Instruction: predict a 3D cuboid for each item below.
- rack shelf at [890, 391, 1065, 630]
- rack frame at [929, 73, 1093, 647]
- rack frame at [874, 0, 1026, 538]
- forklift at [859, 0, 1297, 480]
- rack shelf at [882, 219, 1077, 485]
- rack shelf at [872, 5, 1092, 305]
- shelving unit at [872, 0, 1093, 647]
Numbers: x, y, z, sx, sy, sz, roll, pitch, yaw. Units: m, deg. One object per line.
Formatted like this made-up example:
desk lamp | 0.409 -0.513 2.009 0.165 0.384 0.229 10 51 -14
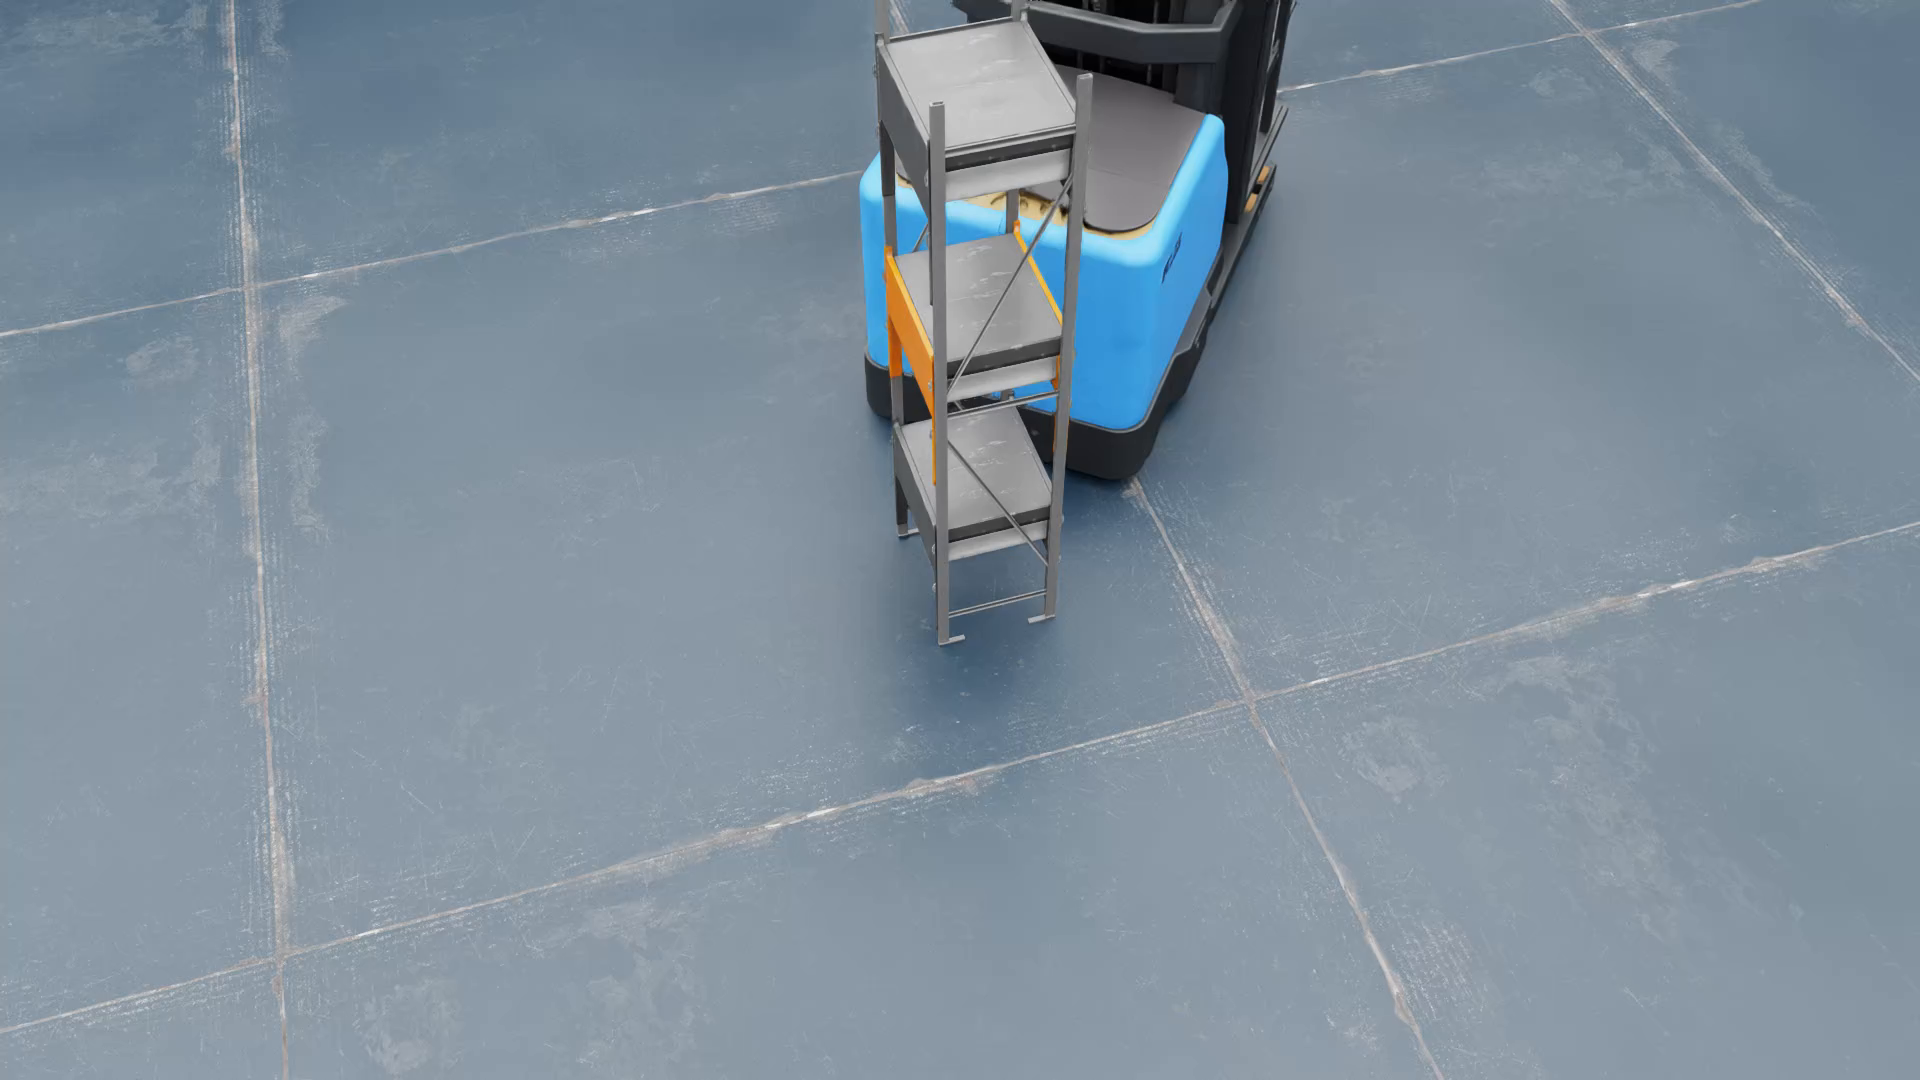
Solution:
rack shelf | 0.049 -0.096 5.391 0.431 0.518 0.480 -13 51 -11
rack frame | 0.121 -0.378 4.695 0.400 2.100 0.015 -13 51 -11
rack frame | -0.023 -0.734 4.996 0.400 2.100 0.015 -13 51 -11
forklift | 0.667 -2.310 5.780 1.130 2.935 3.031 17 52 14
rack shelf | 0.049 -0.547 4.856 0.431 0.518 0.480 -13 51 -11
rack shelf | 0.049 -0.998 4.321 0.431 0.518 0.480 -13 51 -11
shelving unit | 0.049 -0.556 4.845 0.431 2.100 0.503 -13 51 -11
